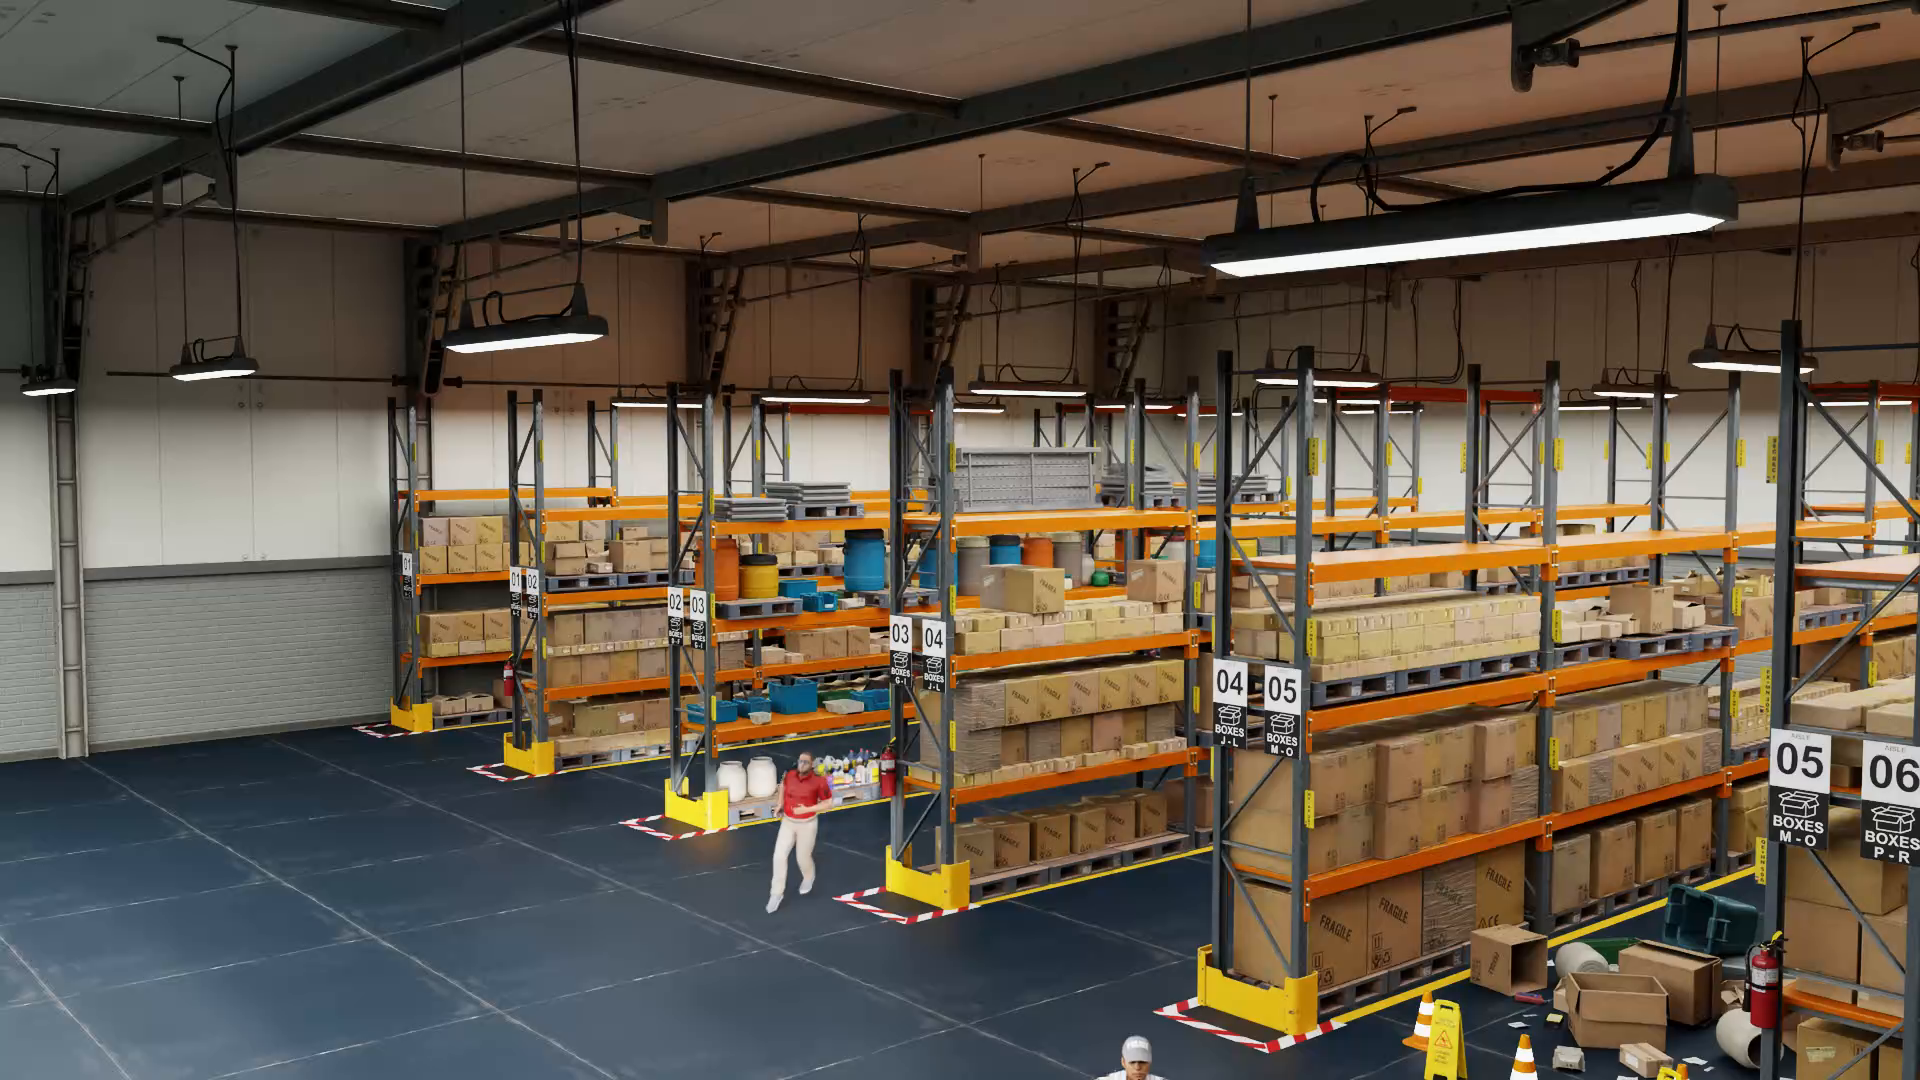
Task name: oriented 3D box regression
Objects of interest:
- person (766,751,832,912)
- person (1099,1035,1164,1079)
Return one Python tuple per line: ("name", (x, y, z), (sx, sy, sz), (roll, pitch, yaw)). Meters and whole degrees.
("person", (-1.756, 3.230, 18.634), (0.700, 1.748, 0.918), (1, 4, 19))
("person", (1.023, 3.761, 9.789), (0.580, 1.727, 0.770), (0, 3, -2))
